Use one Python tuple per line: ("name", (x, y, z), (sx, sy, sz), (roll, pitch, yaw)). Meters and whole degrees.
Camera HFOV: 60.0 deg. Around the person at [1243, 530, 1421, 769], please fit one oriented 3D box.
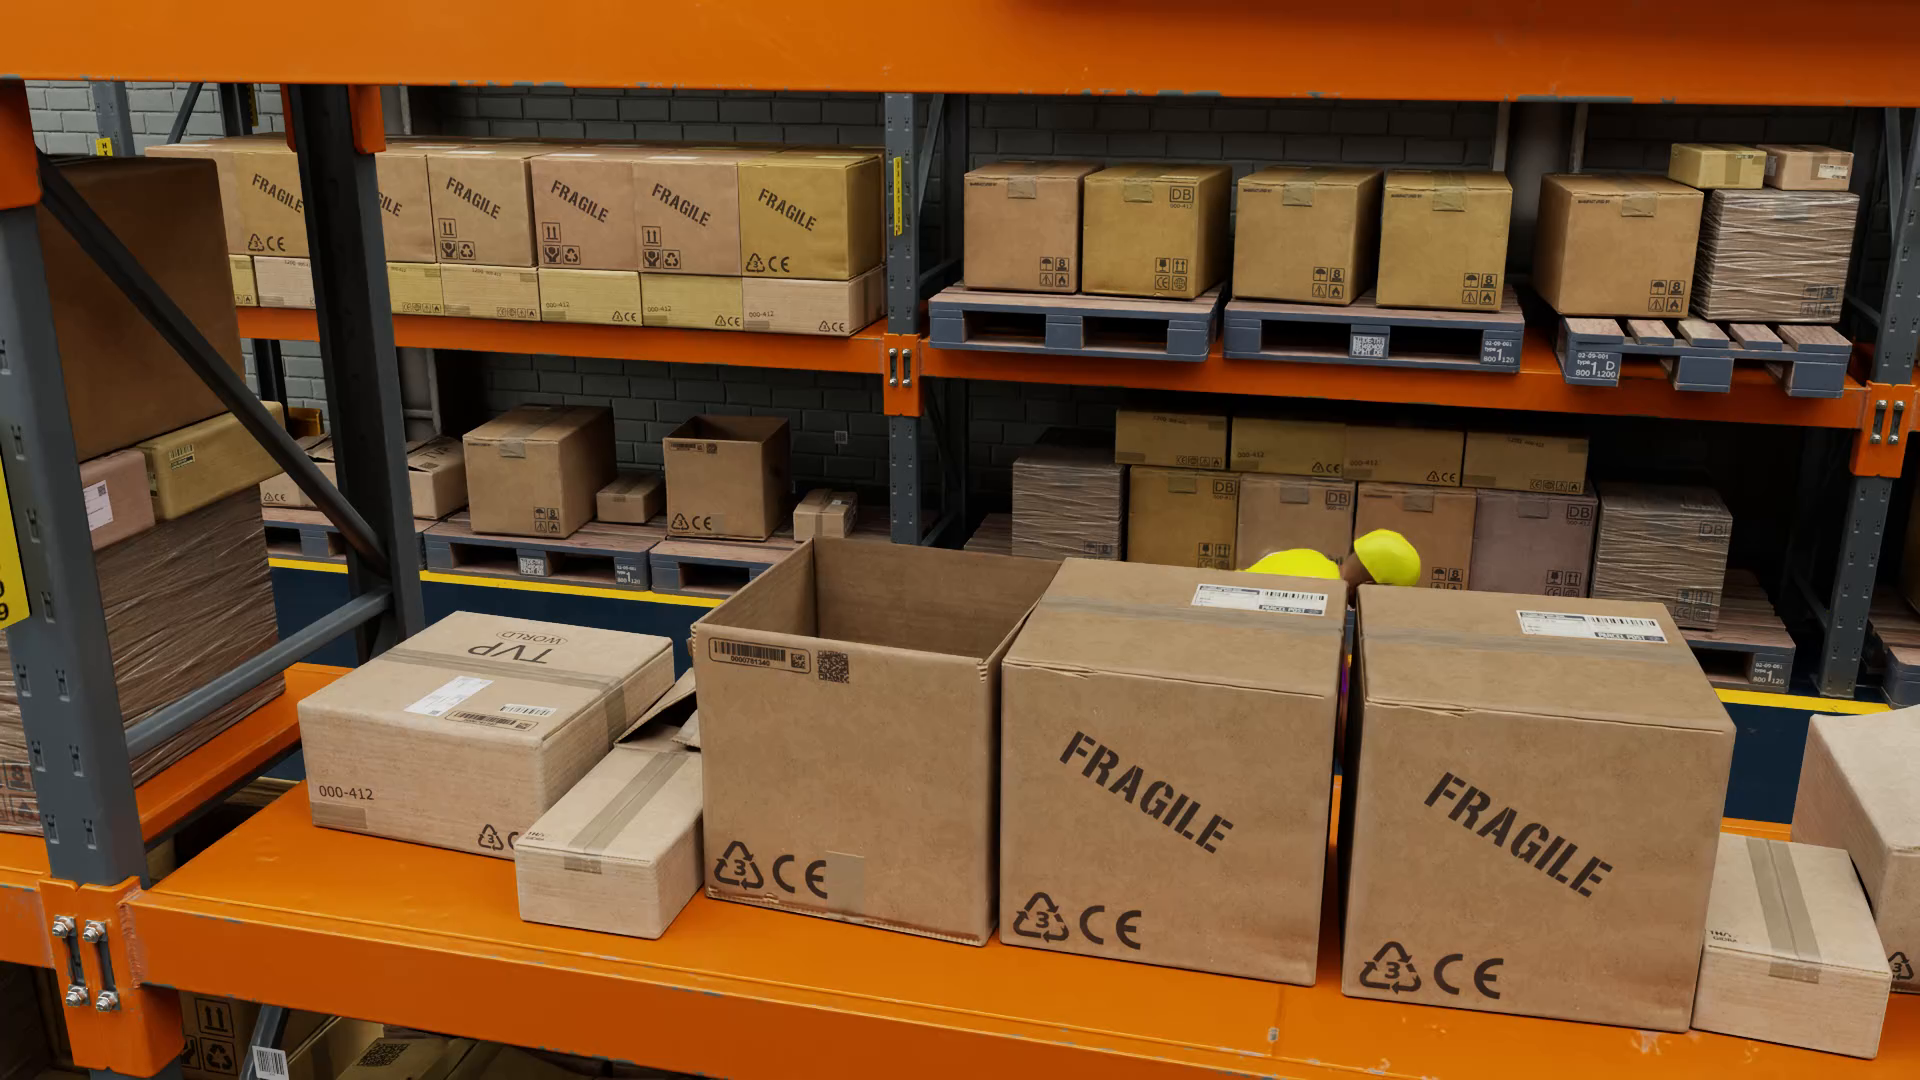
("person", (1.059, 0.487, 5.555), (0.856, 1.133, 0.607), (4, 19, 13))
